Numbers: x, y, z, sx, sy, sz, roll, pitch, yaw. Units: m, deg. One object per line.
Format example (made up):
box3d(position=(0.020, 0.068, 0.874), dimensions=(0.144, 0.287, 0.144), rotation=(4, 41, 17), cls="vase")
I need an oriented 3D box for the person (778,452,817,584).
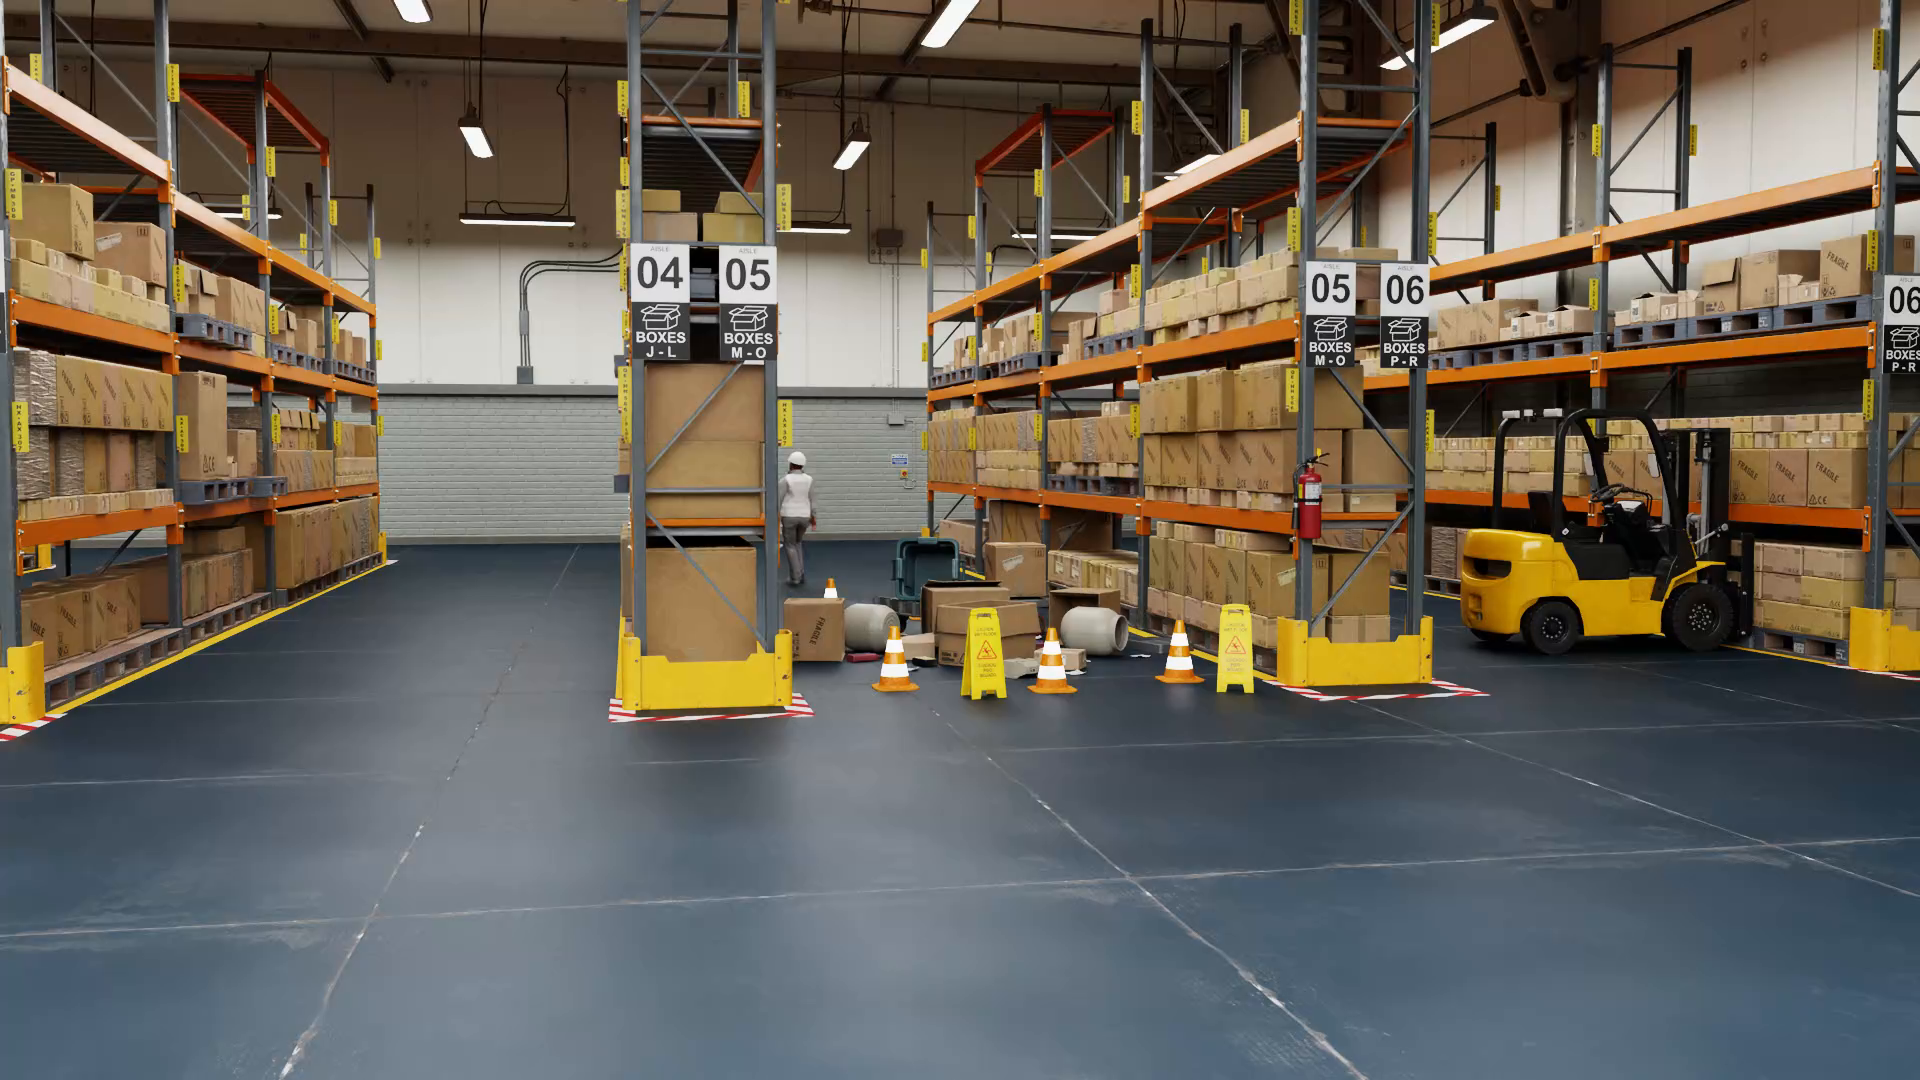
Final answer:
box3d(position=(-2.258, -0.275, 22.336), dimensions=(0.586, 1.818, 0.496), rotation=(-2, 4, -38), cls="person")
